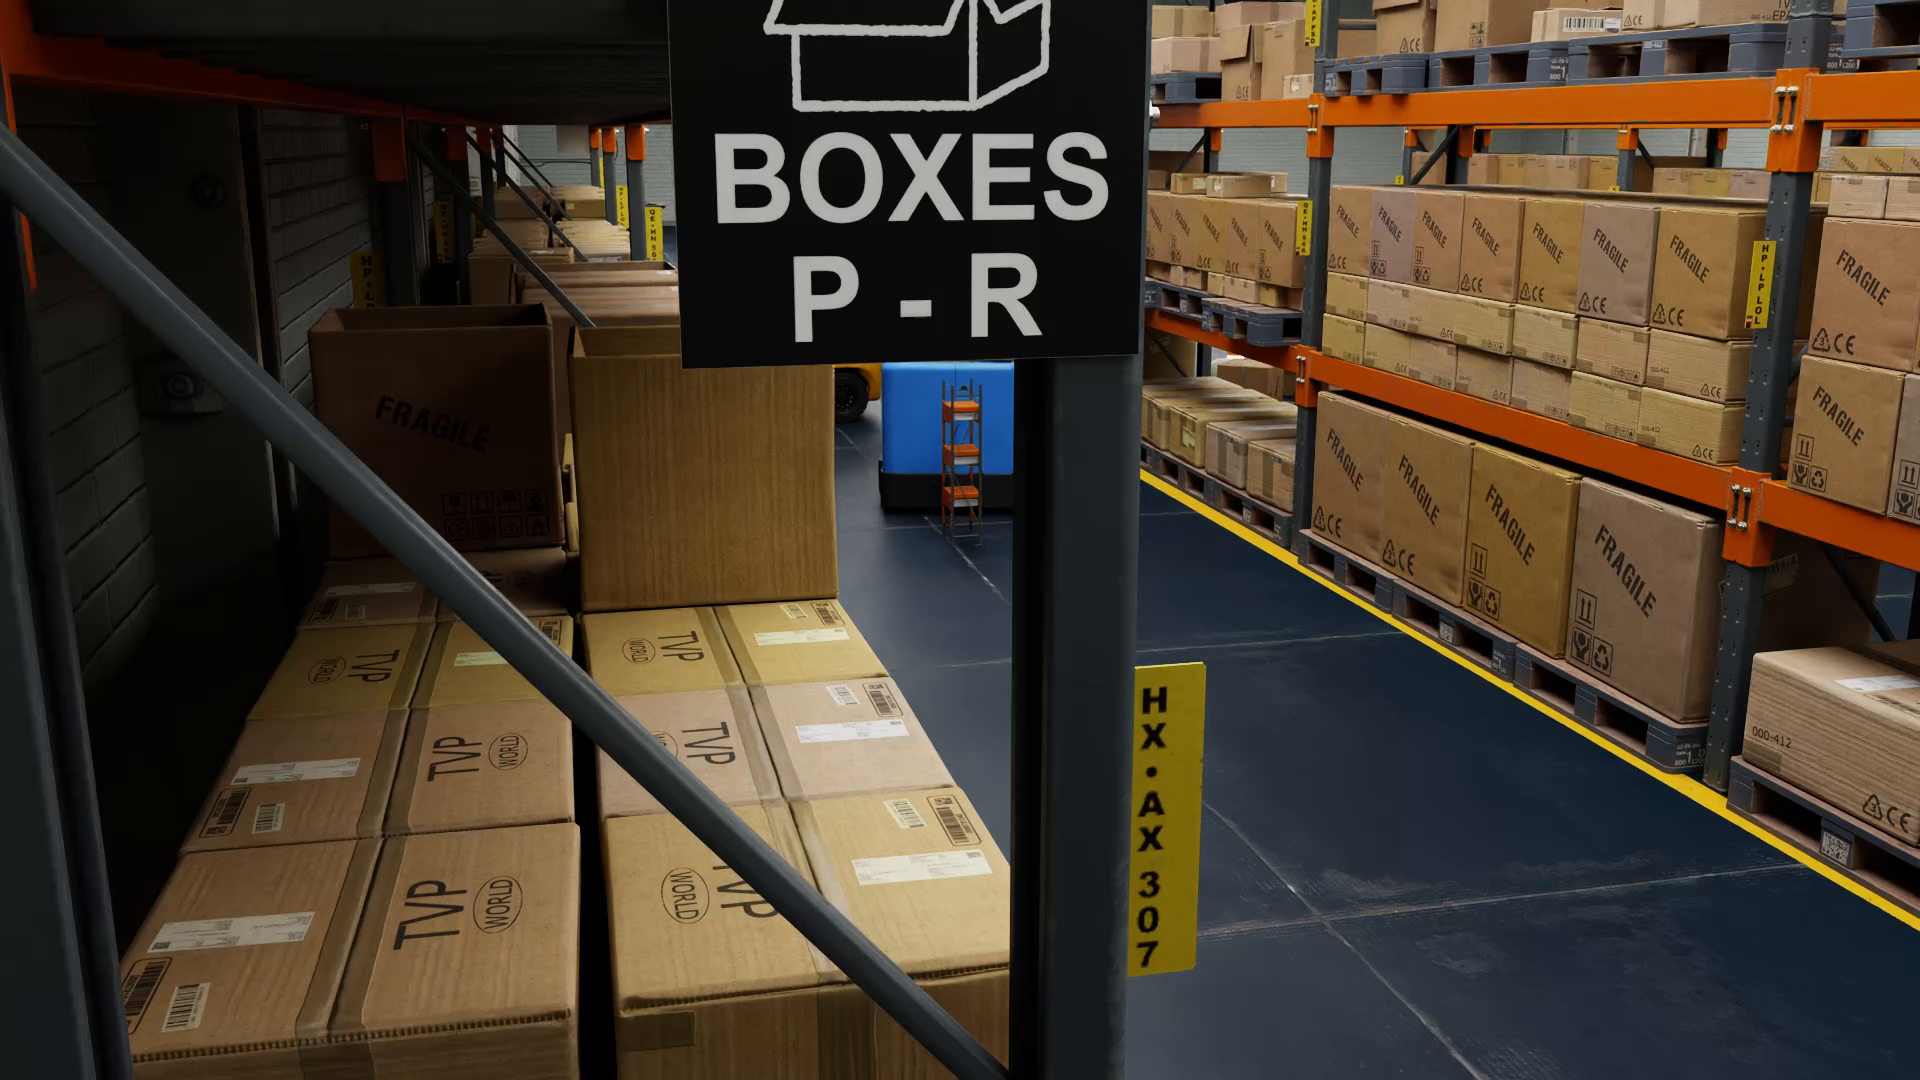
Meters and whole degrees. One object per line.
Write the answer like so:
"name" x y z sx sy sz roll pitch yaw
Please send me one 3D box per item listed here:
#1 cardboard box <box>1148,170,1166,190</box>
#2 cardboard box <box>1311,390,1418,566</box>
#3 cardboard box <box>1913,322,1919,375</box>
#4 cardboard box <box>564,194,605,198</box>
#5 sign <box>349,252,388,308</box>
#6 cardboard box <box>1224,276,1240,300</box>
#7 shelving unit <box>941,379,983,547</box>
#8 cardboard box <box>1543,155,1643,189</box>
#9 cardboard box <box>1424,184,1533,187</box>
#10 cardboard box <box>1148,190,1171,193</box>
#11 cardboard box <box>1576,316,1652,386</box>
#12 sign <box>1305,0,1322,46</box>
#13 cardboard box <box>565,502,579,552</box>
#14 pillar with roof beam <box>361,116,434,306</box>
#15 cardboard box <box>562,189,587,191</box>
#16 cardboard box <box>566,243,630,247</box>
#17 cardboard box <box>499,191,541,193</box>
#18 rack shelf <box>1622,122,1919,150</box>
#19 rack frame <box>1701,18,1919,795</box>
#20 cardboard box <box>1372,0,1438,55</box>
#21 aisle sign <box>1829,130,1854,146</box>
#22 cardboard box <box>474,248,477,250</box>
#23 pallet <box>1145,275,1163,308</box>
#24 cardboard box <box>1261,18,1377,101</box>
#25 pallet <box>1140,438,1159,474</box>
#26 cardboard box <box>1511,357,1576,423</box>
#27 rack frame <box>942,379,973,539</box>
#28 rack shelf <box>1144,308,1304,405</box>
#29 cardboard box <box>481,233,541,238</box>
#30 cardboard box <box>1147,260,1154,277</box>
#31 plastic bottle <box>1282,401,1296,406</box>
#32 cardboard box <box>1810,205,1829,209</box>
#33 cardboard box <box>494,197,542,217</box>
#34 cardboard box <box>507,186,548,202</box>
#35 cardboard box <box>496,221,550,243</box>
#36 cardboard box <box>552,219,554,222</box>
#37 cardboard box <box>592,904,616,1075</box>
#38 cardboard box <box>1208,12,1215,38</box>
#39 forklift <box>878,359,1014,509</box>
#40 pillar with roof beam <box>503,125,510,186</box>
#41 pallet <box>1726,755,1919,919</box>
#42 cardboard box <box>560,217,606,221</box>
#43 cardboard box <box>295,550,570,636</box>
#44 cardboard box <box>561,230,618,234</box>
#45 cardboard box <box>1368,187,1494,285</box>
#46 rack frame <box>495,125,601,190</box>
"cardboard box" 1.434 -2.900 13.386 0.380 0.149 0.250 -3 14 -13
"cardboard box" 2.689 -0.401 9.839 0.875 0.875 0.875 -3 14 -14
"cardboard box" 3.536 -0.764 5.417 0.500 0.500 0.500 -3 14 -14
"cardboard box" -3.121 -2.815 13.925 0.380 0.149 0.250 -3 14 -12
"sign" -1.816 -0.723 5.127 0.100 0.325 0.005 -3 14 -13
"cardboard box" 2.014 -1.709 11.248 0.380 0.149 0.250 -4 14 -16
"shelving unit" 0.013 -0.498 10.752 0.215 1.050 0.252 -3 14 -13
"cardboard box" 6.160 -3.420 16.013 0.875 0.550 0.550 -3 14 -13
"cardboard box" 2.983 -1.822 9.749 0.500 0.500 0.500 -4 14 -15
"cardboard box" 1.617 -2.473 13.007 0.500 0.500 0.500 -3 14 -13
"cardboard box" 3.082 -0.843 7.320 0.500 0.250 0.500 -3 14 -12
"sign" 2.079 -3.071 9.769 0.100 0.325 0.005 -3 14 -13
"cardboard box" -0.684 0.070 4.009 0.500 0.250 0.500 -3 14 -14
"pillar with roof beam" 0.786 -4.520 10.467 9.100 9.000 0.400 -3 14 -13
"cardboard box" -3.476 -3.169 15.372 0.380 0.149 0.250 -3 14 -12
"cardboard box" -2.155 -1.688 9.940 0.380 0.149 0.250 -3 14 -12
"cardboard box" -3.889 -3.021 14.769 0.380 0.149 0.250 -3 14 -13
"rack shelf" 6.925 -3.261 13.151 1.077 0.370 4.000 -3 14 -13
"rack frame" 3.547 -0.470 6.531 1.000 3.000 0.127 -3 14 -13
"cardboard box" 2.842 -3.026 9.568 0.797 0.503 0.637 -4 14 -17
"aisle sign" 10.638 -5.085 19.941 0.394 0.787 0.004 -3 14 -13
"cardboard box" -2.660 -1.597 9.566 0.380 0.149 0.250 -3 14 -12
"pallet" 1.706 -2.038 13.353 1.003 0.211 1.213 -3 14 -13
"cardboard box" 2.394 -3.118 10.837 0.700 0.500 0.500 -3 14 -13
"pallet" 1.852 -0.781 13.681 1.003 0.211 1.213 -3 14 -13
"cardboard box" 2.978 -0.722 7.877 0.500 0.250 0.500 -4 14 -15
"rack frame" -0.016 -0.526 10.867 0.200 1.050 0.008 -3 14 -13
"rack shelf" 2.138 -1.505 12.282 1.077 0.370 4.000 -3 14 -13
"cardboard box" -2.969 -1.954 11.029 0.380 0.149 0.250 -3 14 -13
"cardboard box" 1.681 -2.133 12.983 0.380 0.149 0.250 -2 14 -10
"plastic bottle" 3.188 -1.290 16.080 0.133 0.061 0.283 -1 14 -3
"cardboard box" 3.723 -1.122 6.881 0.500 0.500 0.500 -3 14 -13
"cardboard box" -3.544 -2.663 13.304 0.380 0.149 0.250 -4 14 -15
"cardboard box" -4.224 -3.380 16.236 0.380 0.149 0.250 -4 14 -14
"cardboard box" -3.282 -2.309 12.479 0.380 0.149 0.250 -4 14 -14
"cardboard box" -3.612 -2.790 15.817 0.500 0.500 0.500 -3 14 -11
"cardboard box" -0.349 0.646 2.490 0.380 0.149 0.250 -3 14 -14
"cardboard box" 1.928 -4.020 13.119 0.500 0.250 0.500 -3 14 -12
"forklift" -0.008 -1.935 12.673 1.130 2.935 3.031 0 14 1
"pillar with roof beam" -4.851 -10.057 33.130 9.100 9.000 0.400 -3 14 -13
"pallet" 3.649 1.064 6.126 1.003 0.211 1.213 -3 14 -13
"cardboard box" -2.975 -2.490 13.221 0.380 0.149 0.250 -4 14 -14
"cardboard box" -1.058 0.213 3.424 0.500 0.250 0.500 -3 14 -13
"cardboard box" -2.531 -2.042 11.388 0.380 0.149 0.250 -3 14 -13
"cardboard box" 2.611 -1.686 9.190 0.500 0.500 0.500 -3 14 -13
"rack frame" -4.096 -2.961 16.726 1.000 3.000 0.127 -3 14 -13
